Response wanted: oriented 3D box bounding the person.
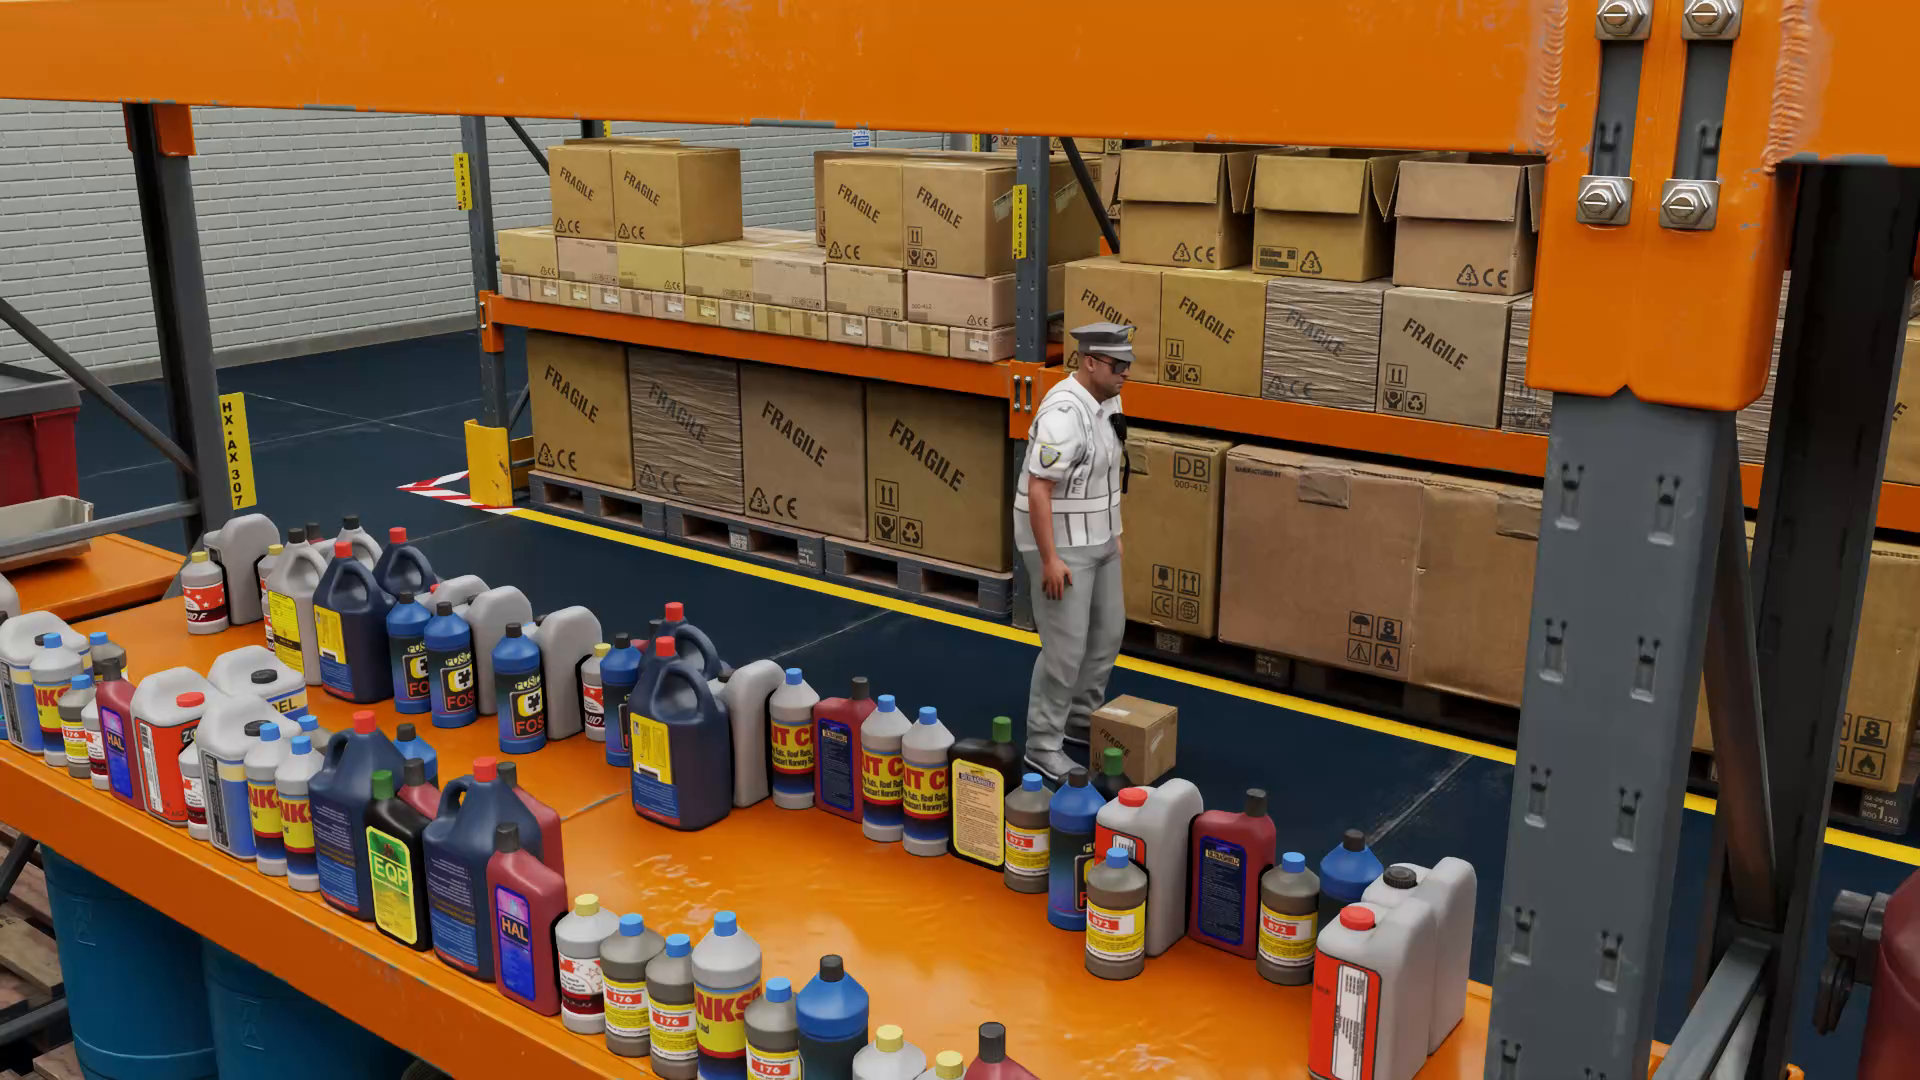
[{"bbox_3d":[0.448,0.022,6.451,0.443,1.746,0.587,10,19,31],"label":"person"}]
